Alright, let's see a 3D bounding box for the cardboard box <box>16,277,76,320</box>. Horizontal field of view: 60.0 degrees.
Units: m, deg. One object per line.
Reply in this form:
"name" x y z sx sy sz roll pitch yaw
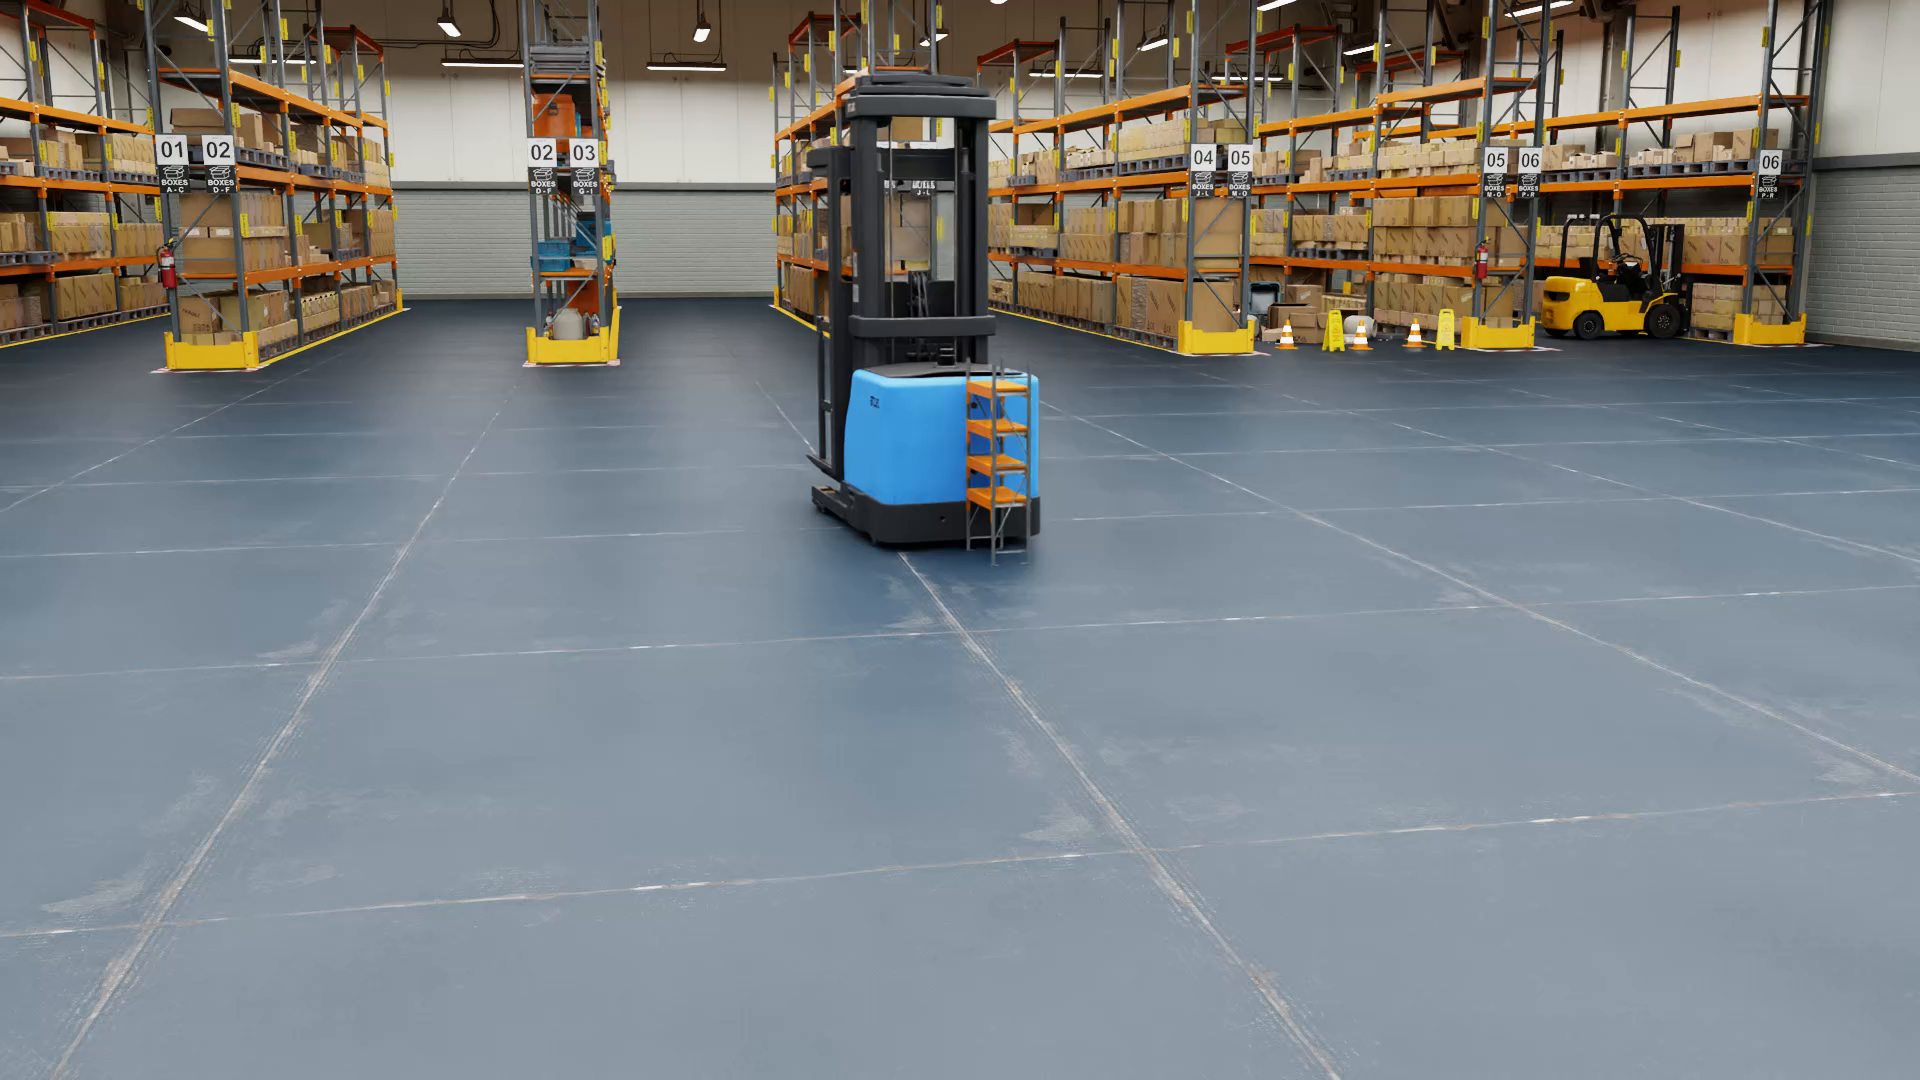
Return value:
"cardboard box" -16.998 -4.498 30.934 0.750 0.750 0.750 -2 11 -12

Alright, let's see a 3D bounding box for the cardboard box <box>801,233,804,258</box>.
"cardboard box" -3.040 -6.159 34.768 0.500 0.500 0.500 -2 11 -10

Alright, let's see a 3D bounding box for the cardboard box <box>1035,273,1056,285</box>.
"cardboard box" 1.895 -5.559 35.439 0.500 0.250 0.500 -2 11 -10

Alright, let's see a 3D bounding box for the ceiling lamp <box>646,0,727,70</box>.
"ceiling lamp" -6.873 -13.434 41.601 2.000 3.185 0.800 -2 11 -11

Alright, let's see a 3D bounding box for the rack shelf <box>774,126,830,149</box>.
"rack shelf" -3.574 -9.246 38.203 1.077 0.370 4.000 -2 11 -11

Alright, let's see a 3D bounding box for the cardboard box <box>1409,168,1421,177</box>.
"cardboard box" 8.076 -6.420 29.053 0.380 0.149 0.250 -2 11 -12

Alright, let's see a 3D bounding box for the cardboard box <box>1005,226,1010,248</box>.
"cardboard box" 1.328 -6.918 37.957 0.500 0.500 0.500 -2 11 -11

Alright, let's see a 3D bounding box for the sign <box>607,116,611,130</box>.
"sign" -8.285 -9.847 39.230 0.100 0.325 0.005 -2 11 -11

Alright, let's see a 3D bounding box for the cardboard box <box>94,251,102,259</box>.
"cardboard box" -17.231 -5.636 32.903 0.380 0.149 0.250 -2 11 -11

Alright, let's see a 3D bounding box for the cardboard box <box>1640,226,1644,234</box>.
"cardboard box" 12.893 -5.762 30.946 0.380 0.149 0.250 -2 11 -11

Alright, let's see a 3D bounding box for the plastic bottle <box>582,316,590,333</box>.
"plastic bottle" -6.183 -3.560 27.488 0.152 0.276 0.135 -2 11 -11

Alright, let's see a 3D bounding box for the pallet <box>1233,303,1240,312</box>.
"pallet" 6.759 -5.334 38.157 1.003 0.211 1.213 -2 11 -11

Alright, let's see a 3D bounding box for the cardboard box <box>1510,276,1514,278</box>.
"cardboard box" 12.360 -5.744 36.680 0.380 0.149 0.250 -2 11 -9

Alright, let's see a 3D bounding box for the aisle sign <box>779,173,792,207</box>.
"aisle sign" -4.272 -8.495 40.355 0.394 0.787 0.004 -2 11 -11

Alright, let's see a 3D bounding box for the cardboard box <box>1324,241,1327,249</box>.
"cardboard box" 7.474 -5.878 33.104 0.380 0.149 0.250 -2 11 -9

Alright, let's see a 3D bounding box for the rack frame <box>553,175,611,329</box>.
"rack frame" -7.266 -5.569 31.931 1.000 3.000 0.127 -2 11 -11

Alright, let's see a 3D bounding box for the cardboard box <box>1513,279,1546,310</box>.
"cardboard box" 12.289 -5.215 35.302 0.875 0.625 0.625 -2 11 -9

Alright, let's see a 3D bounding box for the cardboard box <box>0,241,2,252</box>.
"cardboard box" -16.532 -5.057 27.799 0.700 0.500 0.500 -1 11 -3

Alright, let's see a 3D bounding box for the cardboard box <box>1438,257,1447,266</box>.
"cardboard box" 8.320 -4.716 28.122 0.380 0.149 0.250 -2 11 -10

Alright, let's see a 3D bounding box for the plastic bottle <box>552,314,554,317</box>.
"plastic bottle" -6.738 -3.587 27.426 0.144 0.351 0.185 -2 11 -9

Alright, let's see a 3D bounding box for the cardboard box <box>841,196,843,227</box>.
"cardboard box" -1.791 -5.610 28.410 0.500 0.500 0.500 -2 11 -11

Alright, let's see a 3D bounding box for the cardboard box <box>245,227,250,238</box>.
"cardboard box" -10.536 -4.464 24.123 0.380 0.149 0.250 -2 11 -11

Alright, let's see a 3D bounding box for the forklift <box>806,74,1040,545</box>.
"forklift" -0.422 -1.643 11.489 1.130 2.935 3.031 -3 11 -17

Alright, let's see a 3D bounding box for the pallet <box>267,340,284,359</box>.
"pallet" -10.993 -2.914 25.443 1.003 0.211 1.213 -2 11 -11

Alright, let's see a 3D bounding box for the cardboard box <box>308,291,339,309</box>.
"cardboard box" -11.782 -4.433 30.696 0.500 0.311 0.500 -2 11 -10

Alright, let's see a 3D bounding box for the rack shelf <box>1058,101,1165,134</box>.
"rack shelf" 2.867 -7.941 31.344 1.077 0.370 4.000 -2 11 -11

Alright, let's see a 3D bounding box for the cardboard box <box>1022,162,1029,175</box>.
"cardboard box" 1.665 -8.111 36.383 0.500 0.311 0.500 -2 11 -12

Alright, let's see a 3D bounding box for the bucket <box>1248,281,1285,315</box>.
"bucket" 5.543 -4.374 30.347 0.726 0.611 0.620 2 1 9

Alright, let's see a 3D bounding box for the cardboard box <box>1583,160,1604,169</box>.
"cardboard box" 12.448 -7.353 32.565 0.380 0.149 0.250 -2 11 -11

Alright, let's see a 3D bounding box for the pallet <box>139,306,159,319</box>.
"pallet" -18.073 -4.939 36.079 1.003 0.211 1.213 -2 11 -11

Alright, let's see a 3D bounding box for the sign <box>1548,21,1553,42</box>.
"sign" 9.402 -8.106 26.510 0.100 0.325 0.005 -2 11 -11

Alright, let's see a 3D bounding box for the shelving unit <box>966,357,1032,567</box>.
"shelving unit" 0.229 -0.482 10.020 0.258 1.200 0.503 -3 11 -17

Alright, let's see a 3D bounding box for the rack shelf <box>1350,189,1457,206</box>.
"rack shelf" 11.015 -8.511 41.292 1.077 0.370 4.000 -2 11 -11

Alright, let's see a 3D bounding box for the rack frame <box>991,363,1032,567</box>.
"rack frame" 0.302 -0.438 9.791 0.240 1.200 0.015 -3 11 -17

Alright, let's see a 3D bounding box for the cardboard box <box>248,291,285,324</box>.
"cardboard box" -10.856 -3.619 25.912 0.500 0.500 0.500 -2 11 -11

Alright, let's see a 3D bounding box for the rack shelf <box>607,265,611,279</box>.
"rack shelf" -6.877 -4.848 30.071 1.077 0.370 4.000 -2 11 -11

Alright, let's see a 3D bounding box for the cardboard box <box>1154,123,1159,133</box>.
"cardboard box" 3.388 -6.723 27.124 0.380 0.149 0.250 -2 11 -12

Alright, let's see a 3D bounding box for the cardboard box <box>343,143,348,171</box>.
"cardboard box" -12.878 -7.806 34.005 0.600 0.600 0.600 -3 11 -16

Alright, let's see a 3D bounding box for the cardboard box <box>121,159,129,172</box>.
"cardboard box" -17.722 -7.828 34.788 0.500 0.250 0.500 -2 11 -12

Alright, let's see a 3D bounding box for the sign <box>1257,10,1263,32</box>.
"sign" 4.579 -7.946 25.456 0.100 0.325 0.005 -2 11 -11

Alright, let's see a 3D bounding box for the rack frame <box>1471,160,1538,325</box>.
"rack frame" 8.869 -4.642 27.062 1.000 3.000 0.127 -2 11 -11

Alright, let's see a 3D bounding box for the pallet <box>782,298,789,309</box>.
"pallet" -3.731 -5.702 40.092 1.003 0.211 1.213 -2 11 -11

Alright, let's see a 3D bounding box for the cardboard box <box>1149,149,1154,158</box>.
"cardboard box" 3.340 -6.377 27.439 0.380 0.149 0.250 -2 11 -10

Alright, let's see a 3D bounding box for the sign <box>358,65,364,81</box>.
"sign" -12.360 -9.628 34.292 0.100 0.325 0.005 -2 11 -11

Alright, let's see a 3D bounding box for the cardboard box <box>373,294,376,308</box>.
"cardboard box" -12.773 -5.103 35.499 0.500 0.311 0.500 -2 11 -11

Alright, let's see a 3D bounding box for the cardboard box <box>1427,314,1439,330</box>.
"cardboard box" 8.355 -3.731 28.508 0.500 0.250 0.500 -2 11 -11

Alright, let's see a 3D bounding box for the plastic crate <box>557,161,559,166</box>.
"plastic crate" -6.376 -5.906 25.724 0.392 0.384 0.575 -2 11 -11

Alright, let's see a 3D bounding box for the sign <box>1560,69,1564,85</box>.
"sign" 12.725 -9.795 35.170 0.100 0.325 0.005 -2 11 -11

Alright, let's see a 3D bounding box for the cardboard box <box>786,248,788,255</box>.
"cardboard box" -3.767 -6.592 37.978 0.380 0.149 0.250 -2 11 -10

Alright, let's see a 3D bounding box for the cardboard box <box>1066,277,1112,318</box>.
"cardboard box" 2.681 -4.737 32.453 1.050 0.750 0.750 -2 11 -10

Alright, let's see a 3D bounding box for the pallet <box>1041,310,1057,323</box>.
"pallet" 2.327 -4.684 34.742 1.003 0.211 1.213 -2 11 -11

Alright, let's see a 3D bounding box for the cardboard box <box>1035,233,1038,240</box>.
"cardboard box" 1.779 -6.357 34.825 0.380 0.149 0.250 -2 11 -11

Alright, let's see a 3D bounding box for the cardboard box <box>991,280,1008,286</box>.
"cardboard box" 0.959 -6.177 40.037 0.380 0.149 0.250 -2 11 -9

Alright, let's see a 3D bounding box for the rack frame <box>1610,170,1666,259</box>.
"rack frame" 12.960 -5.557 31.869 1.000 3.000 0.127 -2 11 -11

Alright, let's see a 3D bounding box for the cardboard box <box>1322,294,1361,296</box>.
"cardboard box" 7.565 -4.786 33.722 0.950 0.372 0.625 -2 11 -12

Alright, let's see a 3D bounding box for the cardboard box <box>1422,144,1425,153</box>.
"cardboard box" 8.216 -6.766 28.737 0.380 0.149 0.250 -2 11 -10
